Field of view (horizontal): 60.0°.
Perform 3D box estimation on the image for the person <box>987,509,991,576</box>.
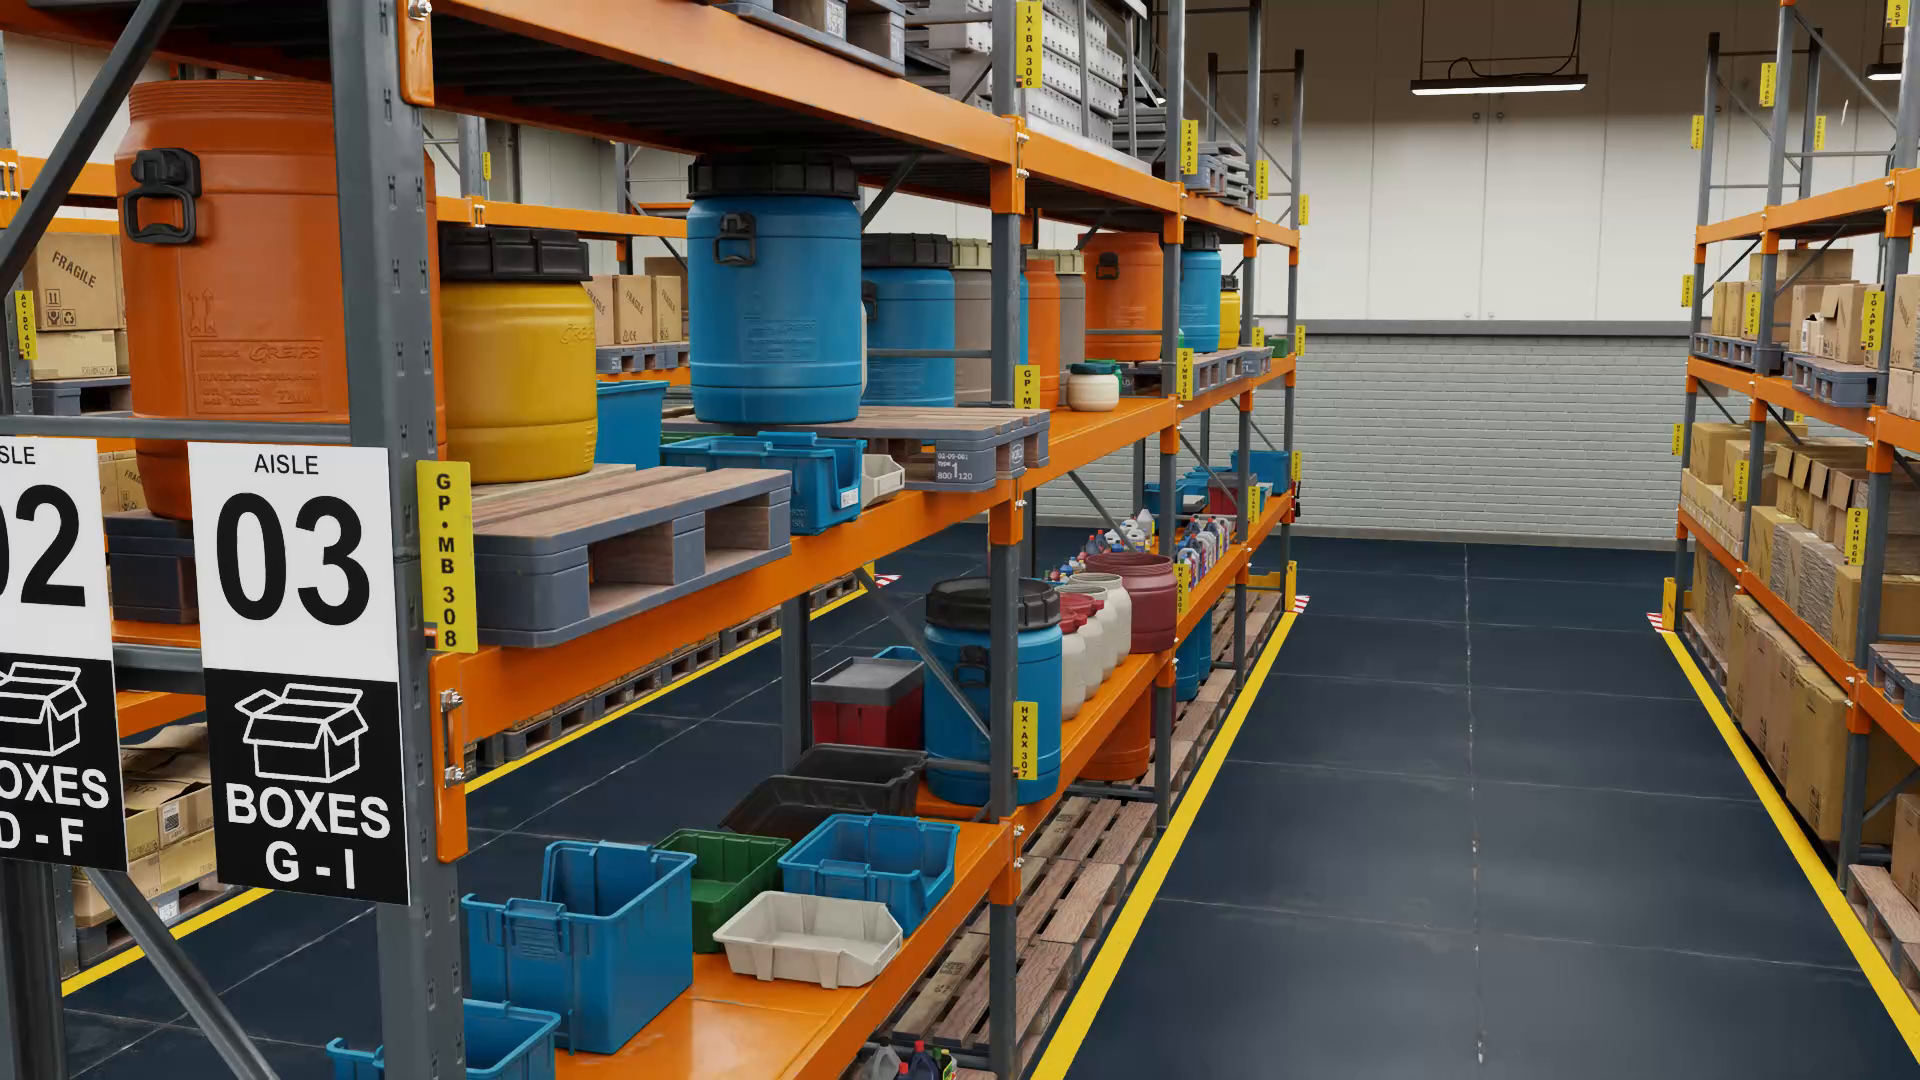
[{"bbox_3d":[0.483,0.146,16.846,0.494,1.678,0.456,2,9,16],"label":"person"}]
